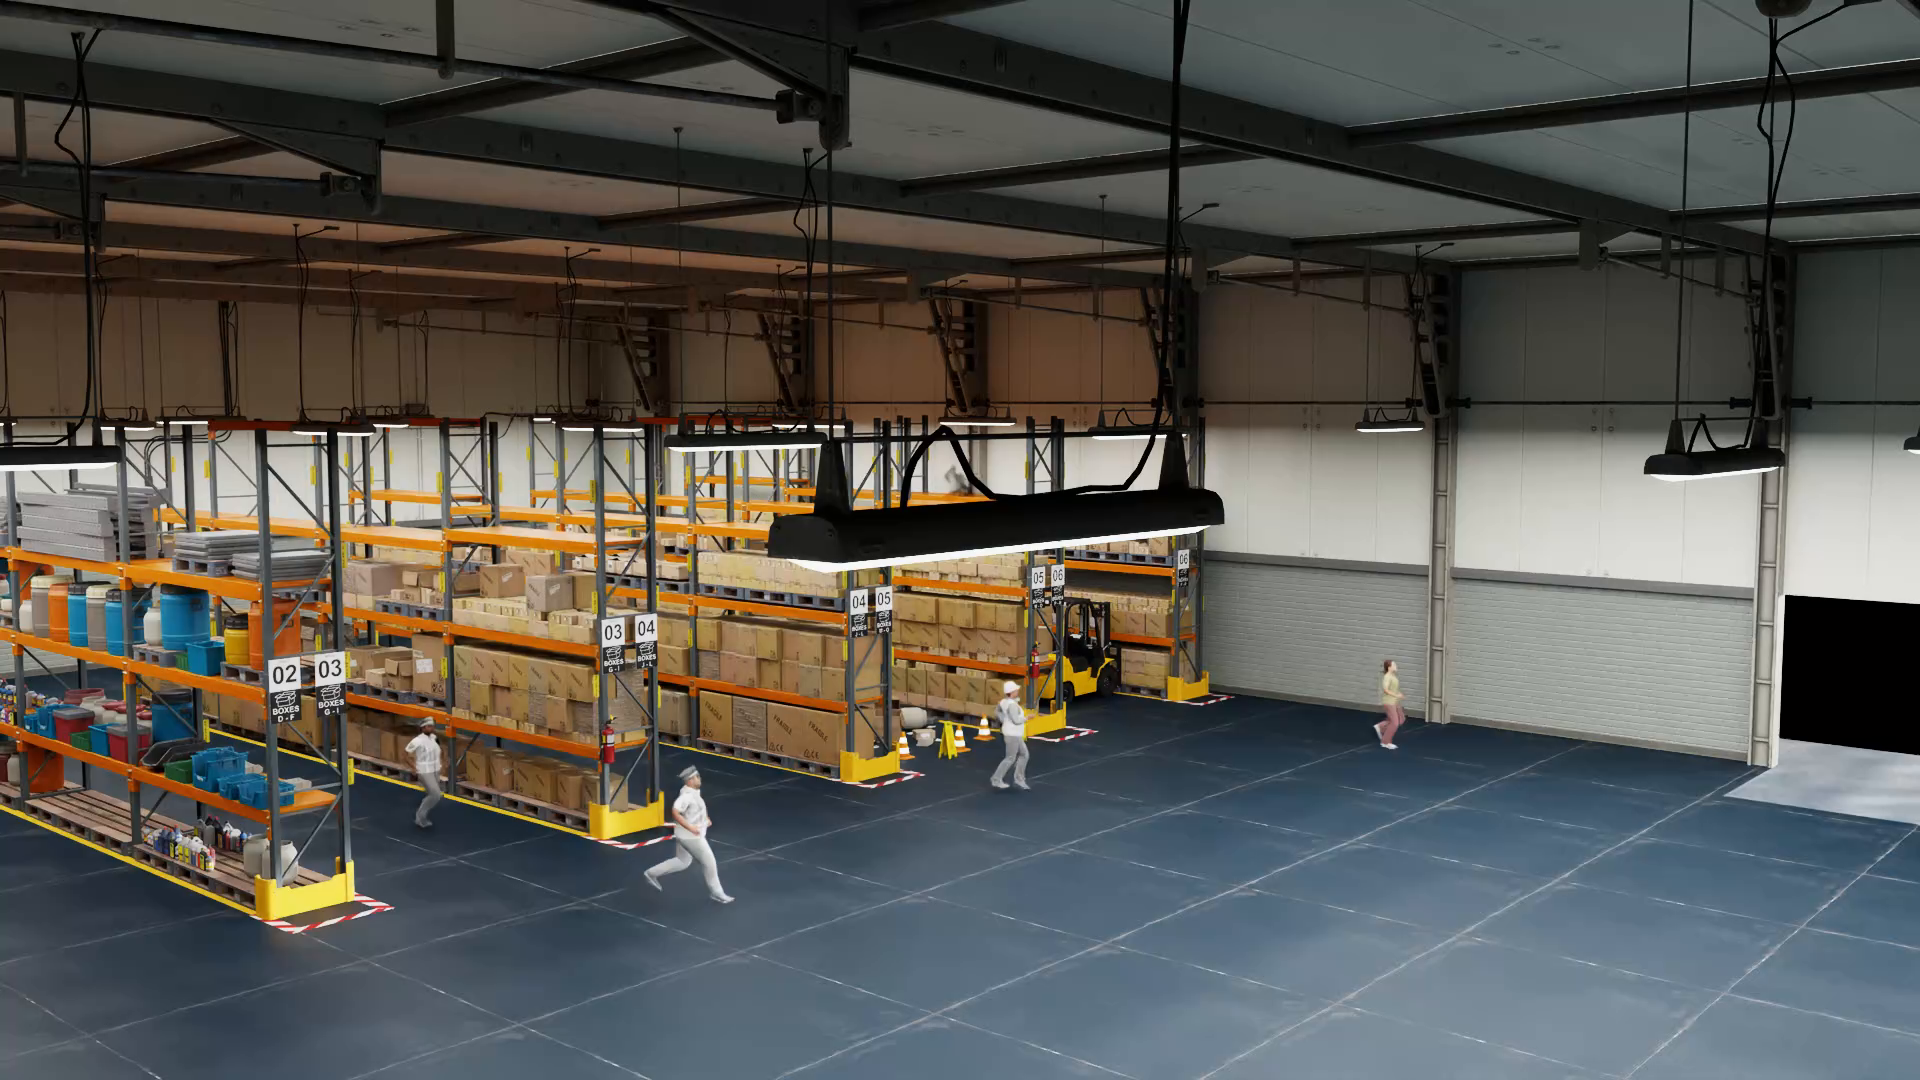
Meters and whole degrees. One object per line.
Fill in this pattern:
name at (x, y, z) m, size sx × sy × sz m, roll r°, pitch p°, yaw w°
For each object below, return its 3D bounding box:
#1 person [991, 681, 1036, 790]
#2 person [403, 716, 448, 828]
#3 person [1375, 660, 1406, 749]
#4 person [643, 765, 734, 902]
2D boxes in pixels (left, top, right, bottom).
person at (0.861, 3.200, 27.041) m, size 0.734 × 1.825 × 0.639 m, roll 0°, pitch 5°, yaw -4°
person at (-7.857, 3.437, 24.638) m, size 0.634 × 1.661 × 0.553 m, roll 2°, pitch 5°, yaw 21°
person at (7.865, 2.992, 30.422) m, size 0.560 × 1.635 × 0.617 m, roll 2°, pitch 5°, yaw 24°
person at (-3.411, 3.727, 21.001) m, size 1.077 × 1.790 × 0.632 m, roll -2°, pitch 5°, yaw -19°
